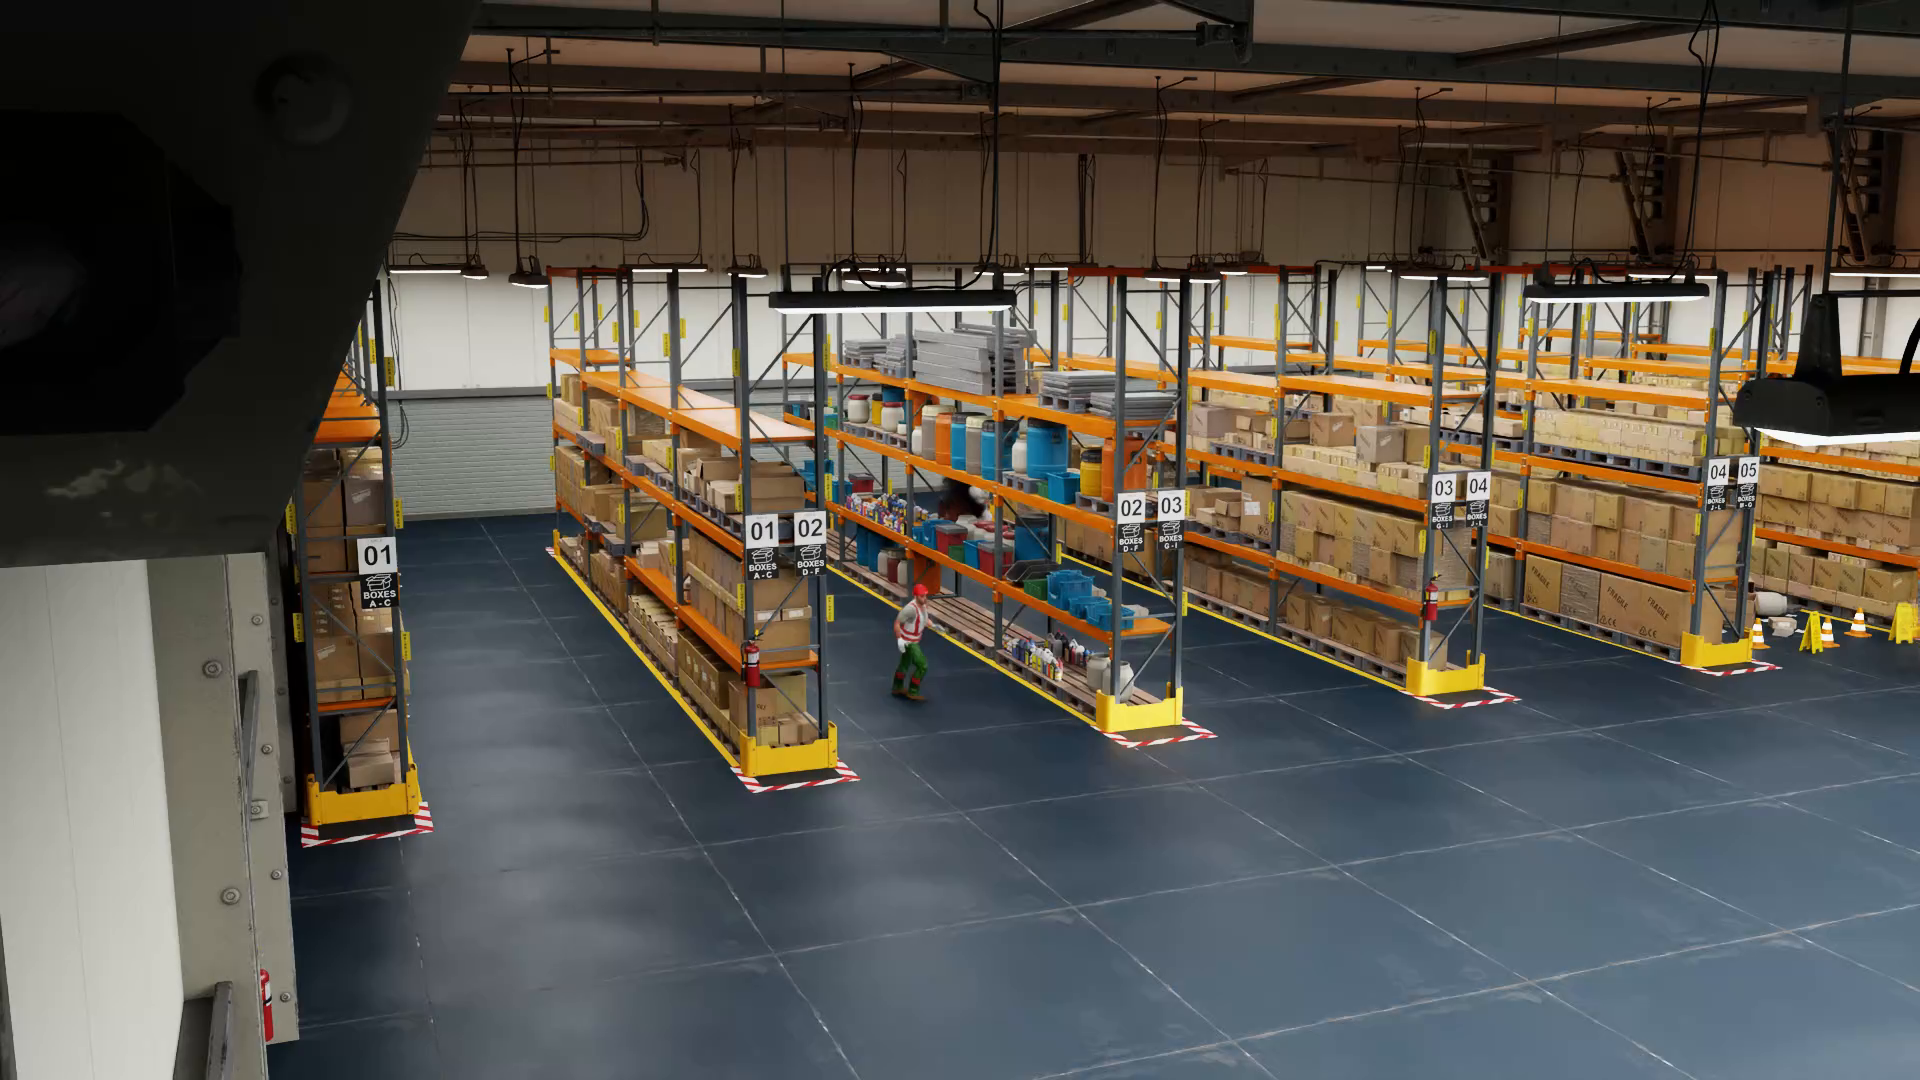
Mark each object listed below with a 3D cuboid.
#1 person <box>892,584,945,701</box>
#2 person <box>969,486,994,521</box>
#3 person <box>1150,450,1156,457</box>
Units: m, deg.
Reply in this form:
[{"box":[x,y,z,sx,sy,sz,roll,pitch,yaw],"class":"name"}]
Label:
[{"box":[-0.627,1.445,23.572,0.822,1.730,0.662,2,10,14],"class":"person"},{"box":[0.392,-0.572,34.900,0.635,1.731,1.037,-6,11,-30],"class":"person"},{"box":[4.765,-1.542,40.978,0.697,1.573,0.567,9,13,40],"class":"person"}]
